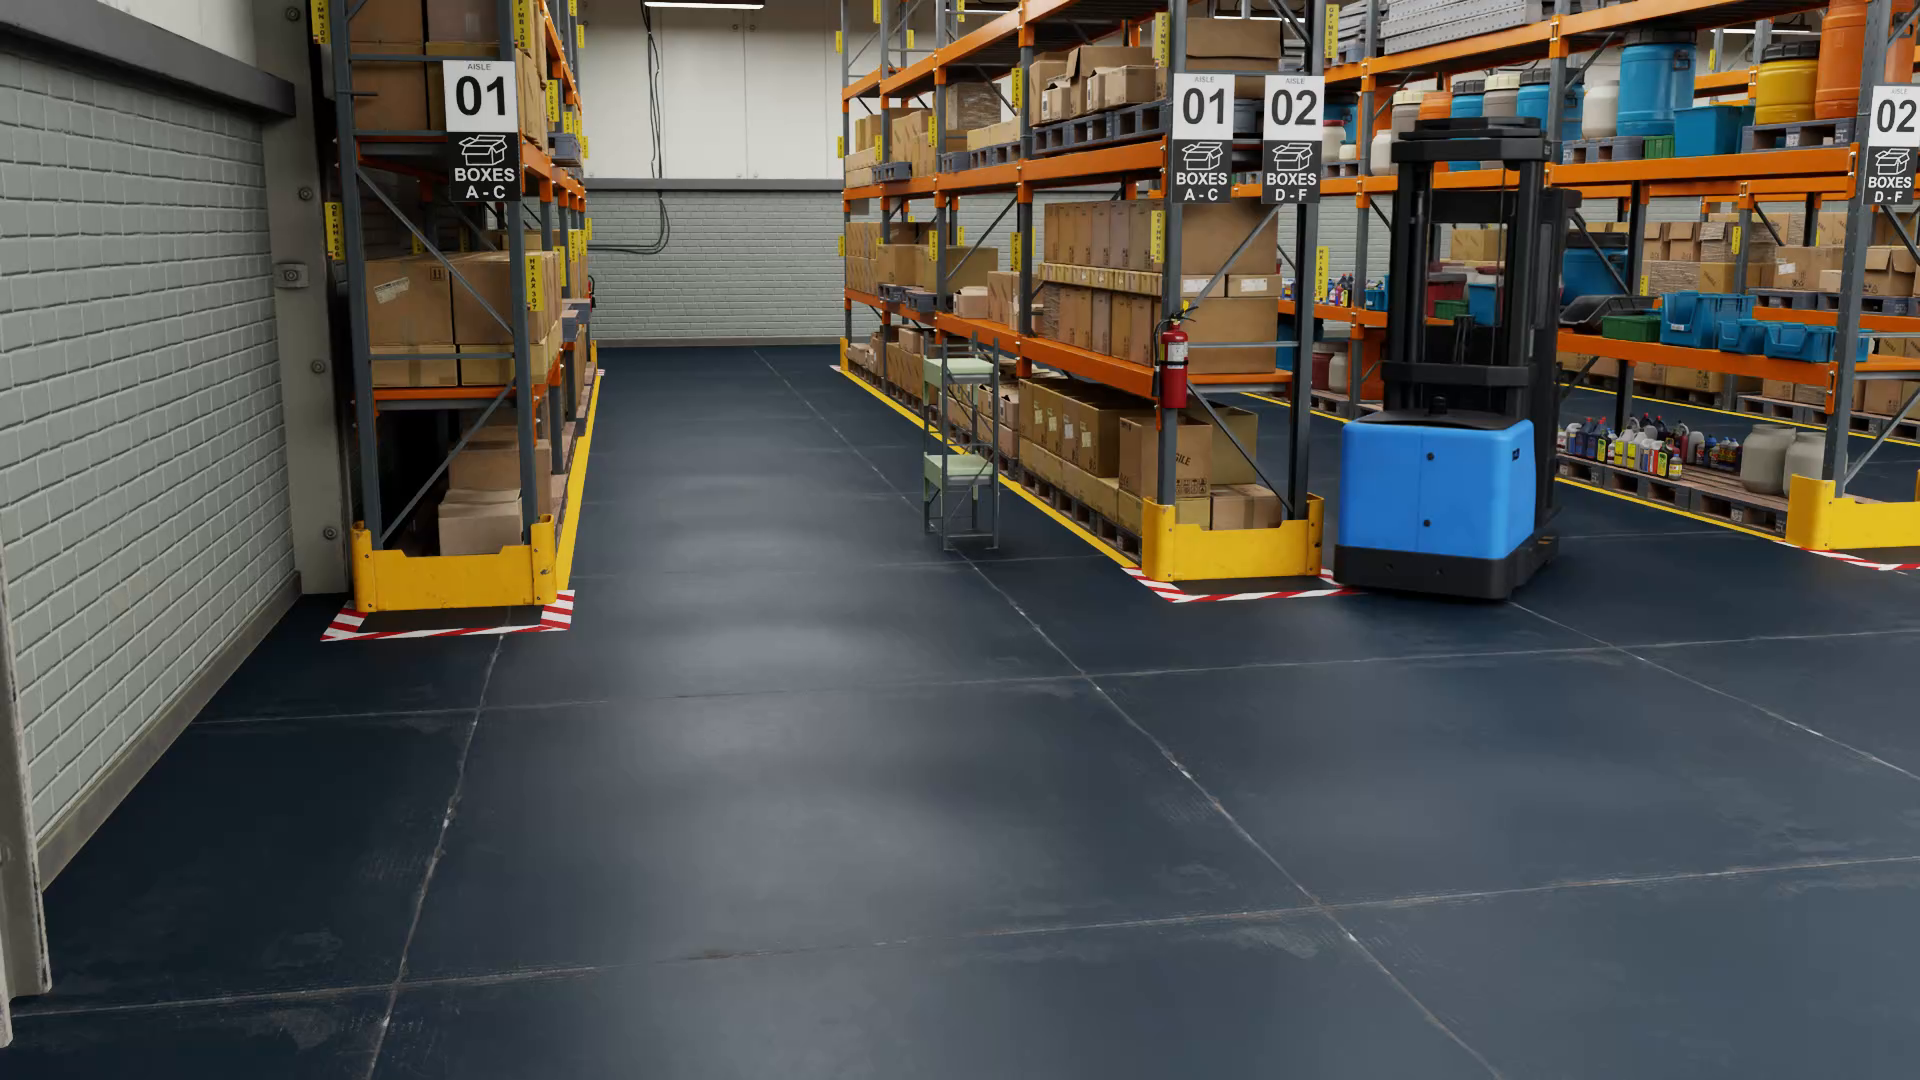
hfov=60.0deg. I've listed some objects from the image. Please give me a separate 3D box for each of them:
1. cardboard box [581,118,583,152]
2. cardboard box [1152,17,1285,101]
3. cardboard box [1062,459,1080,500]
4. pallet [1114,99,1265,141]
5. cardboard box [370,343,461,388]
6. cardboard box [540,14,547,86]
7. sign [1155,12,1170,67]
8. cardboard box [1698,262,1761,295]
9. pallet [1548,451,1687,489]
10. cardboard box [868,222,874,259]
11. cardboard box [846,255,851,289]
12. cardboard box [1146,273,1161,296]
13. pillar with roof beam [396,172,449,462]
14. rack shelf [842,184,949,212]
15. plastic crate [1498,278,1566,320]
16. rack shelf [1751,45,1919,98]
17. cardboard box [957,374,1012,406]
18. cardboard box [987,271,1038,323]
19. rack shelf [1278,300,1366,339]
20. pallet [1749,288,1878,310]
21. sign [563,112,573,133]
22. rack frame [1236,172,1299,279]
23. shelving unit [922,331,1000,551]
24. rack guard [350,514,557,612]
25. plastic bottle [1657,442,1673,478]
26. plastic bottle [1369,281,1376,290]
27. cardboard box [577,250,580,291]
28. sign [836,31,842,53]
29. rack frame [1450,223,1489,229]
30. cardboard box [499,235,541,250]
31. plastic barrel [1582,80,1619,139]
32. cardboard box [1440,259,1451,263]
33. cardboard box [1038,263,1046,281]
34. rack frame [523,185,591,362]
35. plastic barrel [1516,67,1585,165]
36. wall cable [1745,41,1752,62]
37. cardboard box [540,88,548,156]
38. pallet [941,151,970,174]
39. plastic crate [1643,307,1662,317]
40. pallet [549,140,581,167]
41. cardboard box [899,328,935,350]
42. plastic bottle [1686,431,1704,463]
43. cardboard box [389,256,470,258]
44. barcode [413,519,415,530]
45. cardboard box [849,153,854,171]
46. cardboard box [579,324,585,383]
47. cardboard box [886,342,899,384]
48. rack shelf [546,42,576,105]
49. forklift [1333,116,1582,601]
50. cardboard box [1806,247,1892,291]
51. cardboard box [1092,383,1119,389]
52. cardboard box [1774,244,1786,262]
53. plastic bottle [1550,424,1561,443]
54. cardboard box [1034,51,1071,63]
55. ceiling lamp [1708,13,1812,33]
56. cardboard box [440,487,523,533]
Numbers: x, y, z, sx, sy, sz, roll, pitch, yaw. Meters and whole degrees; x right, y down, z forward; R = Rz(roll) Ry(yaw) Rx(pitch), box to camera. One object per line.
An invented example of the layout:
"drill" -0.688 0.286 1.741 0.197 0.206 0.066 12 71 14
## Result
"cardboard box" -5.763 -5.912 24.220 0.500 0.500 0.500 -2 11 -11
"cardboard box" 1.690 -3.164 11.003 0.797 0.503 0.637 -1 11 -7
"cardboard box" 1.100 -0.477 12.912 0.500 0.250 0.500 -2 11 -11
"pallet" 1.685 -2.820 11.205 1.003 0.211 1.213 -2 11 -11
"cardboard box" -3.342 -1.093 10.266 0.500 0.250 0.500 -2 11 -10
"cardboard box" -3.358 -3.653 12.350 0.500 0.500 0.500 -2 11 -8
"sign" 1.263 -3.112 10.345 0.100 0.325 0.005 -2 11 -11
"cardboard box" 9.620 -3.217 20.808 0.500 0.500 0.500 -2 11 -9
"pallet" 5.969 -0.678 15.194 1.003 0.211 1.213 -2 11 -11
"cardboard box" -0.991 -4.178 23.182 0.500 0.500 0.500 -2 11 -12
"cardboard box" -1.487 -4.152 25.721 0.500 0.500 0.500 -2 11 -10
"cardboard box" 1.484 -1.738 11.305 0.380 0.149 0.250 -2 11 -10
"pillar with roof beam" -0.990 -5.380 16.393 9.100 9.000 0.400 -2 11 -11
"rack shelf" -0.925 -4.947 24.068 1.077 0.370 4.000 -2 11 -11
"plastic crate" 5.485 -2.282 15.990 0.402 0.464 0.583 -2 11 -11
"rack shelf" 10.348 -5.117 18.005 1.077 0.370 4.000 -2 11 -11
"cardboard box" 0.263 -1.561 17.108 0.500 0.311 0.500 -2 11 -13
"cardboard box" 0.584 -2.469 16.877 0.500 0.500 0.500 -3 11 -14
"rack shelf" 4.712 -2.919 21.437 1.077 0.370 4.000 -2 11 -11
"pallet" 10.203 -2.865 19.740 1.213 0.211 1.003 -2 11 -11
"sign" -4.084 -4.293 17.322 0.100 0.325 0.005 -2 11 -11
"rack frame" 4.323 -3.640 23.297 1.000 3.000 0.127 -2 11 -11
"shelving unit" 0.001 -0.736 12.050 0.431 1.500 0.755 -2 11 -11
"rack guard" -3.076 0.135 10.148 1.175 0.500 0.348 -2 11 -11
"plastic bottle" 5.829 -0.662 13.741 0.061 0.283 0.133 -2 11 -10
"plastic bottle" 5.177 -3.108 20.847 0.097 0.271 0.097 0 11 0
"cardboard box" -4.949 -3.316 20.479 0.500 0.500 0.500 -2 11 -11
"sign" -1.847 -7.619 25.449 0.100 0.325 0.005 -2 11 -11
"rack frame" 8.404 -4.553 28.098 1.000 3.000 0.127 -2 11 -11
"cardboard box" -4.443 -3.009 16.805 0.380 0.149 0.250 -4 12 -21
"plastic barrel" 5.770 -3.821 14.805 0.421 0.512 0.421 0 11 0
"cardboard box" 8.232 -4.528 27.570 0.500 0.250 0.500 -2 11 -13
"cardboard box" 0.882 -2.304 14.279 0.380 0.149 0.250 -2 11 -11
"rack frame" -6.173 -4.013 25.258 1.000 3.000 0.127 -2 11 -11
"plastic barrel" 5.567 -3.978 15.709 0.600 0.901 0.708 -2 11 -11
"wall cable" 17.480 -8.921 34.999 2.355 3.000 0.029 -2 11 -11
"cardboard box" -3.498 -3.261 12.962 0.500 0.500 0.500 -2 11 -9
"pallet" 0.461 -3.986 17.600 1.213 0.211 1.003 -2 11 -8
"plastic crate" 6.361 -1.906 14.587 0.499 0.251 0.616 -2 11 -11
"pallet" -4.059 -3.501 15.046 1.213 0.211 1.003 -2 11 -11
"cardboard box" -0.487 -2.536 21.000 0.500 0.250 0.500 -2 11 -11
"plastic bottle" 6.415 -0.819 14.583 0.152 0.276 0.135 -2 11 -10
"cardboard box" -3.554 -1.649 11.181 0.500 0.500 0.500 -2 11 -13
"barcode" -3.503 -0.097 10.675 0.001 0.075 0.075 -2 11 -11
"cardboard box" -1.380 -5.644 24.867 0.500 0.250 0.500 -2 11 -11
"cardboard box" -5.141 -2.315 20.964 0.750 0.750 0.750 -2 11 -10
"cardboard box" -0.681 -2.351 22.034 0.500 0.500 0.500 -3 11 -14
"rack shelf" -5.006 -5.310 19.021 1.077 0.370 4.000 -2 11 -11
"forklift" 3.488 -1.305 11.212 1.130 2.935 3.031 6 12 28
"cardboard box" 10.310 -3.145 19.309 0.700 0.500 0.500 0 11 -3
"cardboard box" 1.410 -1.048 13.904 0.500 0.500 0.500 -2 11 -11
"cardboard box" 13.422 -4.537 26.950 0.500 0.500 0.500 -2 11 -12
"plastic bottle" 5.511 -0.974 15.411 0.097 0.271 0.097 0 11 0
"cardboard box" 0.938 -4.082 14.871 0.500 0.500 0.500 -2 11 -10
"ceiling lamp" 15.224 -11.133 31.007 2.000 3.185 0.800 -2 11 -11
"cardboard box" -3.218 -0.209 11.284 0.500 0.311 0.500 -1 11 -6
